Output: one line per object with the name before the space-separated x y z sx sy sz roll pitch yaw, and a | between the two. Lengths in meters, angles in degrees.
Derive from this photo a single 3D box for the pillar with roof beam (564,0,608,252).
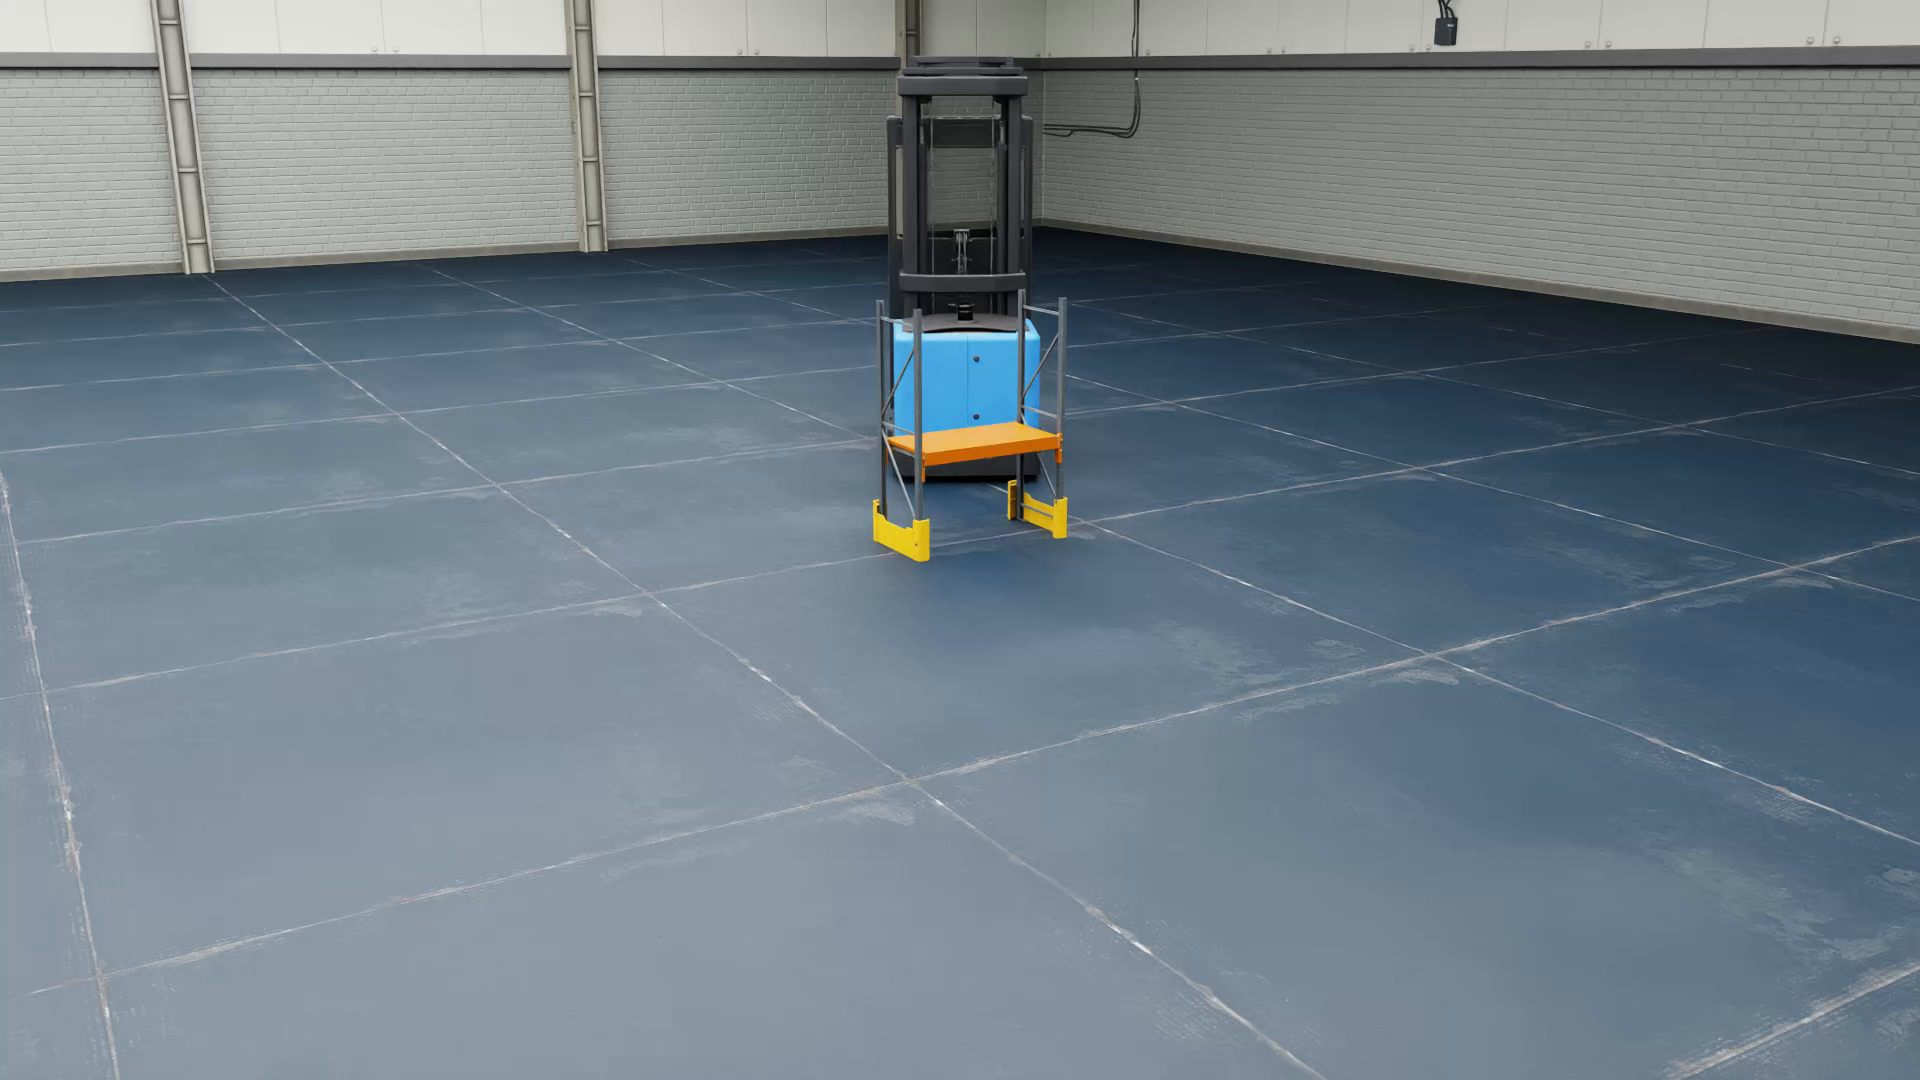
pillar with roof beam | -3.829 -8.109 22.665 0.400 9.000 9.100 -9 18 -30

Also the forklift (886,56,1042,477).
forklift | -0.011 -2.202 12.836 1.130 2.935 3.031 -1 16 -2

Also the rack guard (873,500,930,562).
rack guard | -0.362 -0.062 10.167 0.087 0.250 0.587 -9 18 -30

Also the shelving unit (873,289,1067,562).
shelving unit | 0.065 -0.733 10.245 1.083 1.500 0.587 -9 18 -30

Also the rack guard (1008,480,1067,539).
rack guard | 0.492 -0.200 10.661 0.087 0.250 0.587 -9 18 -30

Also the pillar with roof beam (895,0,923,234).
pillar with roof beam | 1.314 -8.943 25.641 0.400 9.000 9.100 -9 18 -30

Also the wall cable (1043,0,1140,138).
wall cable | 2.303 -8.547 29.983 0.112 2.526 3.097 -9 18 -30

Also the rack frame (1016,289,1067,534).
rack frame | 0.509 -0.805 10.502 0.032 1.500 0.500 -9 18 -30

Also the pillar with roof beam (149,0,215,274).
pillar with roof beam | -8.973 -7.275 19.690 0.400 9.000 9.100 -9 18 -30

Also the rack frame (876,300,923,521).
rack frame | -0.363 -0.663 9.998 0.032 1.500 0.500 -9 18 -30

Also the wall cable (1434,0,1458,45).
wall cable | 7.178 -9.481 21.261 0.169 6.003 2.305 -9 18 -30

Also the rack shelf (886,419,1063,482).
rack shelf | 0.073 -0.561 10.298 1.000 0.185 0.538 -9 18 -30
